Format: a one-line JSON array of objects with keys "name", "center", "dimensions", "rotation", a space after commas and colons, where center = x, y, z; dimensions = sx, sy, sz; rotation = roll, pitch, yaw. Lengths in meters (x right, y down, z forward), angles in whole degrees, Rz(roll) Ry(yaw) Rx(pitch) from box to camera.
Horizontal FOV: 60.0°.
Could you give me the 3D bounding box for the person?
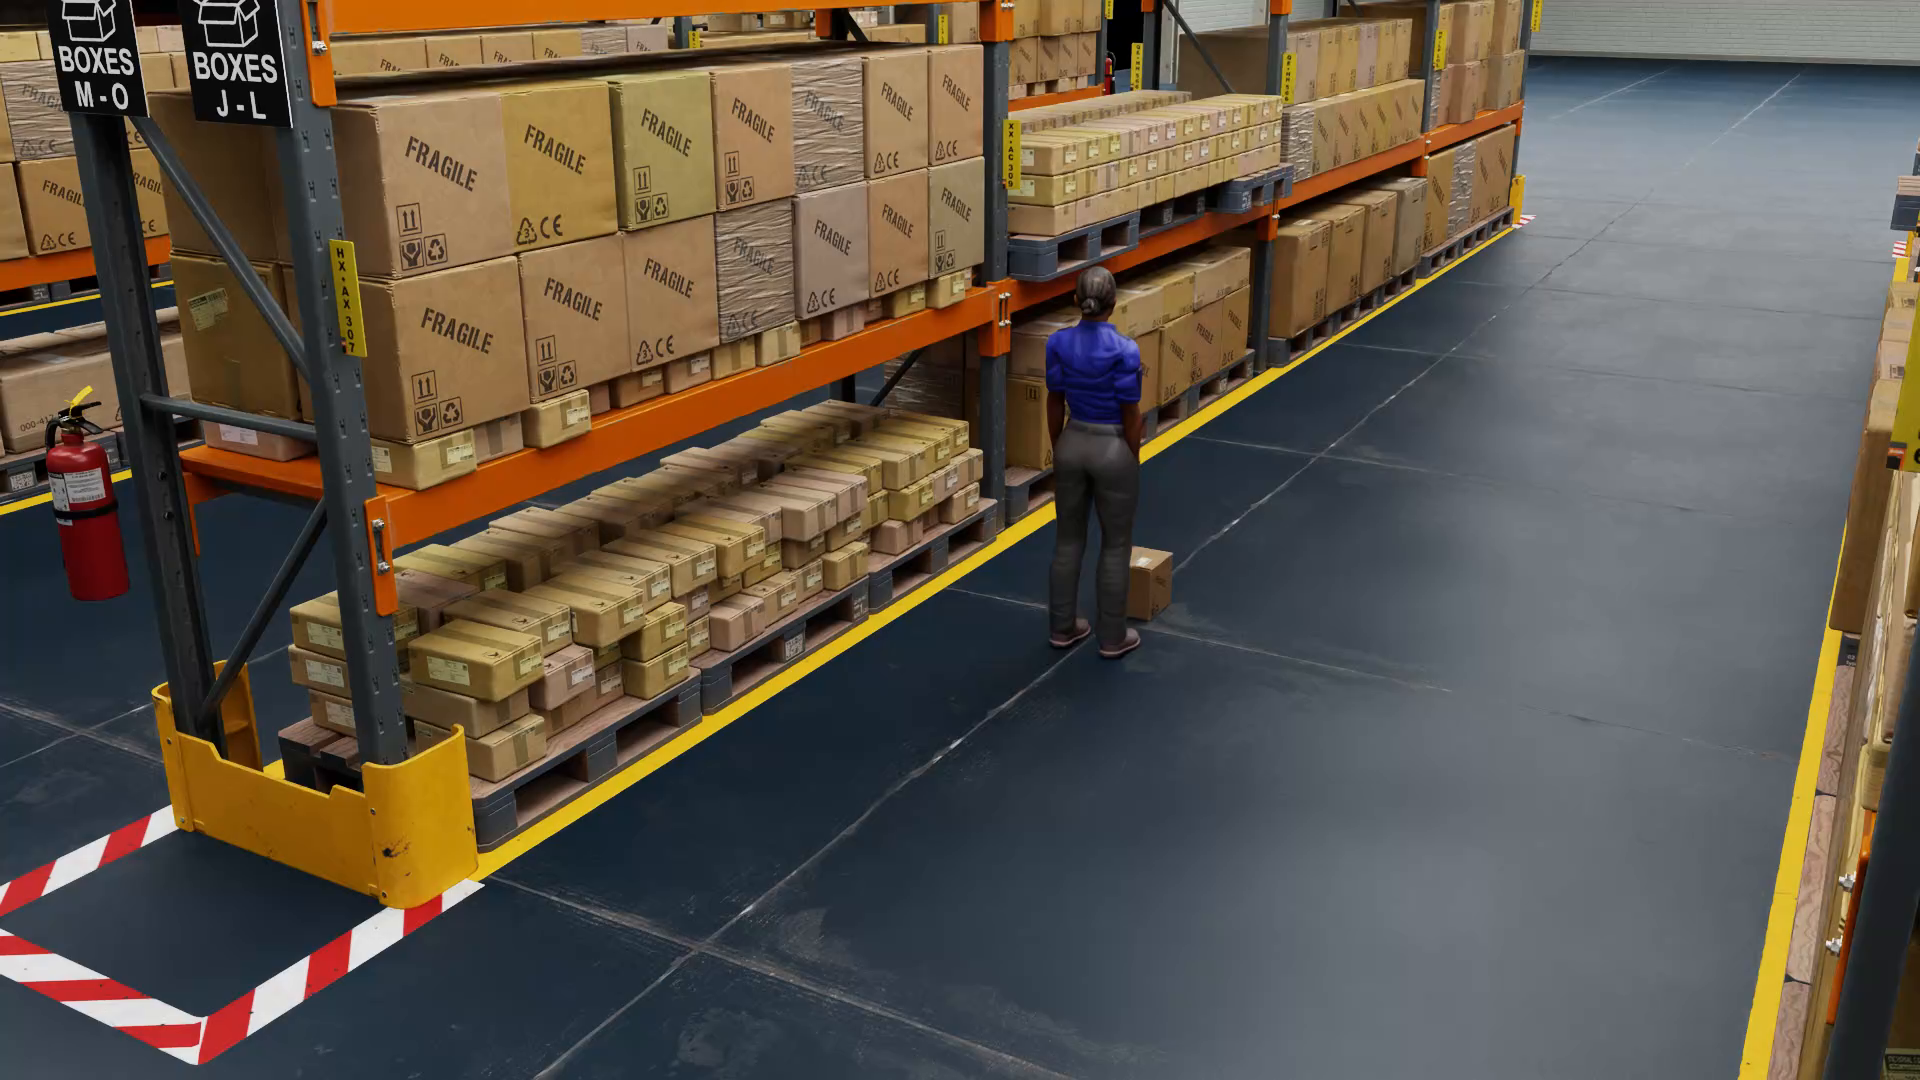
[{"name": "person", "center": [0.565, -0.328, 6.998], "dimensions": [0.436, 1.663, 0.317], "rotation": [11, 22, 28]}]
